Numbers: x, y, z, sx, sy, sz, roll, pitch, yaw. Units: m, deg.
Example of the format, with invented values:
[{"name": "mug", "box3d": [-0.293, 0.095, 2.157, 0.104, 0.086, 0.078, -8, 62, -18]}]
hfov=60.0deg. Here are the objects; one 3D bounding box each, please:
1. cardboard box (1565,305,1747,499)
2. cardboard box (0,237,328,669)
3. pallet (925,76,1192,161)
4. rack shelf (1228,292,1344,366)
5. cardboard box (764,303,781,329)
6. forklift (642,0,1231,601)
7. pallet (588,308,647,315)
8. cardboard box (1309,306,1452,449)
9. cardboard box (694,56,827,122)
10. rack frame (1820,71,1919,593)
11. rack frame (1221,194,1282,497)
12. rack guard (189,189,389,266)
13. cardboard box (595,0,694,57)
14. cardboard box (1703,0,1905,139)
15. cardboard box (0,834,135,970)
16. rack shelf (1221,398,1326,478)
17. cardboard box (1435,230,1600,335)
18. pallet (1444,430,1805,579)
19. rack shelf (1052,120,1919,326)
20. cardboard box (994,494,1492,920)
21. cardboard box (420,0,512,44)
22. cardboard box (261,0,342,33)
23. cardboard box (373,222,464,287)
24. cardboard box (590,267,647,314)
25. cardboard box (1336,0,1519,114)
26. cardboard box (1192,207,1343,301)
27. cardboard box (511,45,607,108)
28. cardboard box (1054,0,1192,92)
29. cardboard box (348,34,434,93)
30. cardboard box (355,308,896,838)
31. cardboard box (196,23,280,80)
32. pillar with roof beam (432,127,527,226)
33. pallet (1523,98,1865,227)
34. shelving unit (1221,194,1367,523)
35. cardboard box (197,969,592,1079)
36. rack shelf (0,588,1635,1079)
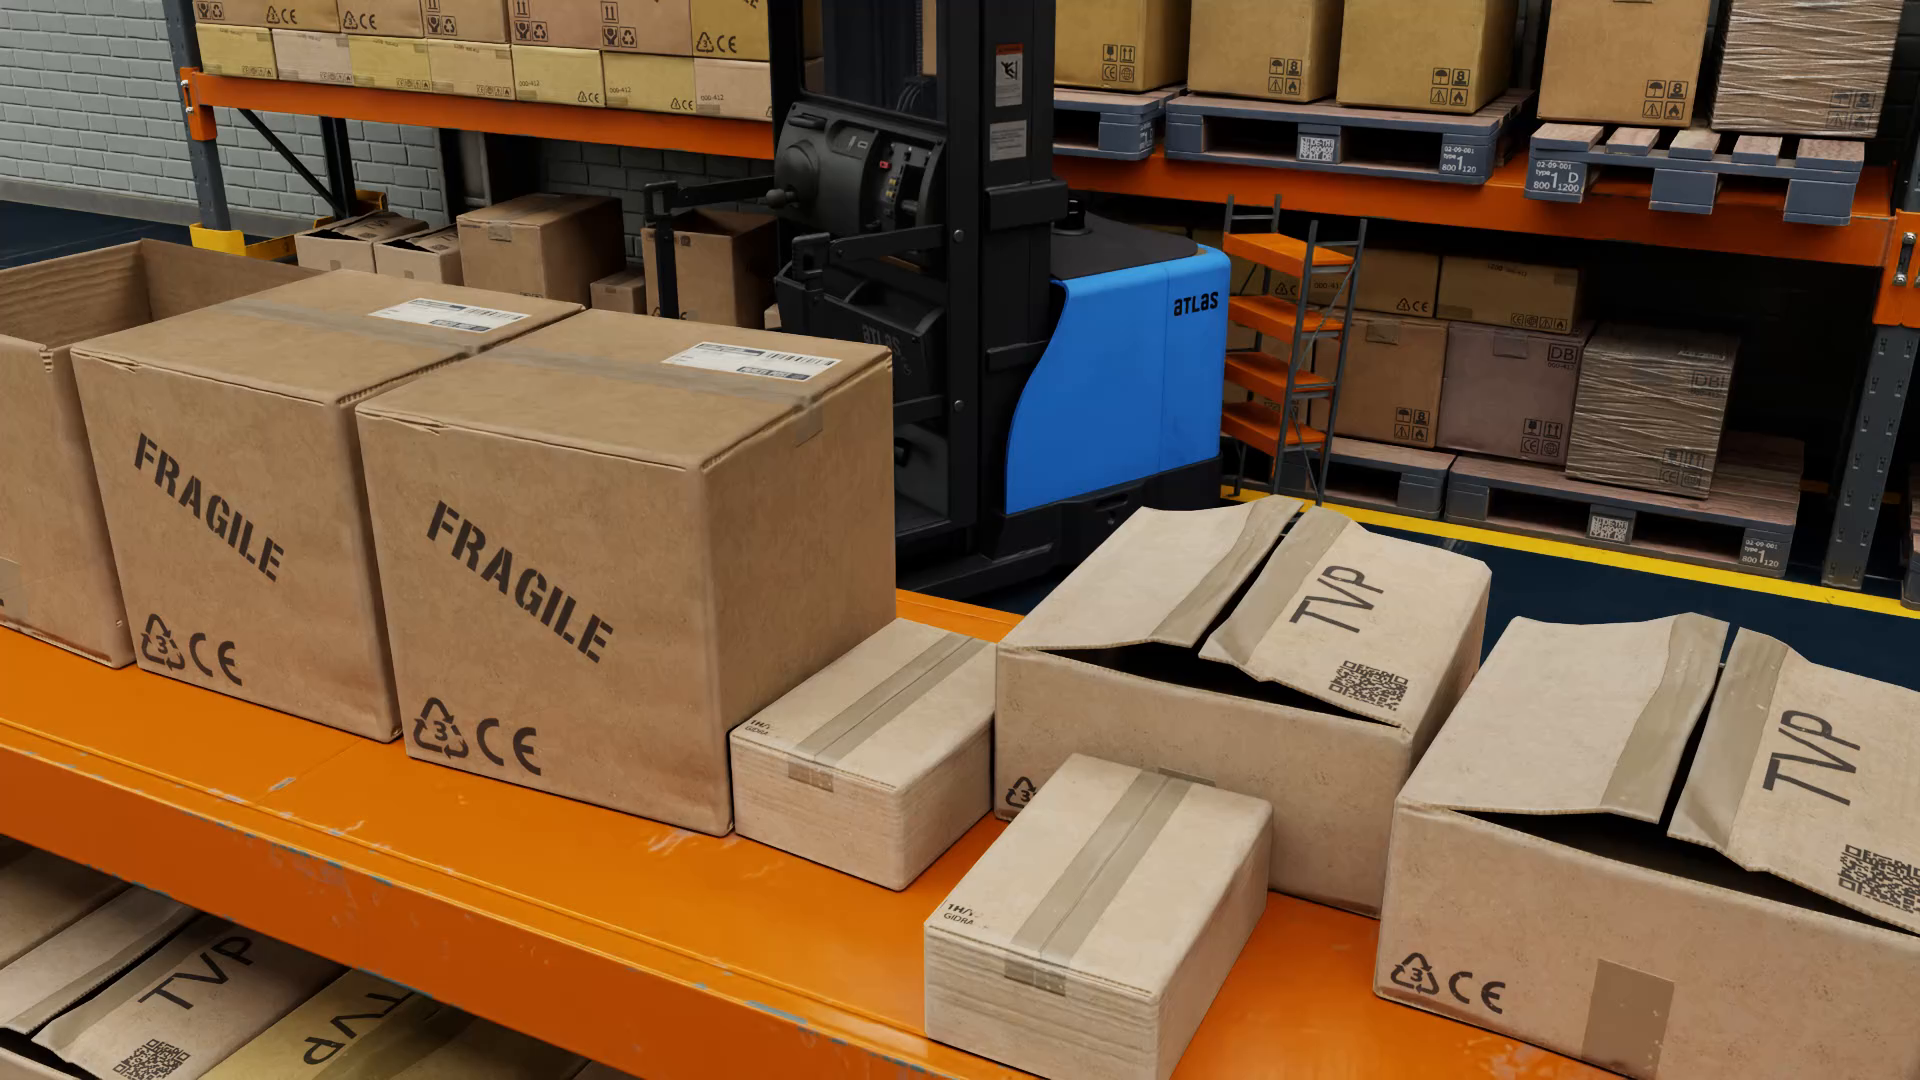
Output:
[{"name": "cardboard box", "box3d": [2.651, -0.542, 6.323, 0.500, 0.500, 0.700, 12, 26, 25]}, {"name": "cardboard box", "box3d": [-1.336, -0.168, 2.684, 0.500, 0.500, 0.500, 13, 26, 28]}, {"name": "pallet", "box3d": [0.364, -1.813, 6.925, 1.213, 0.211, 1.003, 11, 25, 25]}, {"name": "rack shelf", "box3d": [1.176, -0.786, 6.141, 0.258, 0.148, 0.480, -7, 24, -27]}, {"name": "cardboard box", "box3d": [-0.744, -1.070, 7.990, 0.250, 0.166, 0.380, 8, 24, 18]}, {"name": "forklift", "box3d": [-0.509, -1.207, 5.342, 3.031, 2.935, 1.130, -16, 28, -32]}, {"name": "pallet", "box3d": [-1.961, -1.125, 8.625, 1.213, 0.211, 1.003, 11, 25, 25]}, {"name": "cardboard box", "box3d": [1.787, -0.751, 6.815, 0.500, 0.500, 0.700, 11, 25, 24]}, {"name": "cardboard box", "box3d": [-0.812, -2.005, 7.297, 0.500, 0.250, 0.500, 11, 26, 25]}, {"name": "rack frame", "box3d": [3.317, -1.381, 5.663, 0.127, 3.000, 1.000, 11, 25, 25]}, {"name": "rack frame", "box3d": [1.054, -0.725, 6.396, 0.240, 1.200, 0.015, -7, 24, -27]}, {"name": "rack guard", "box3d": [-3.755, -1.629, 9.443, 0.348, 0.500, 1.175, 11, 25, 25]}, {"name": "cardboard box", "box3d": [-1.262, -2.434, 7.348, 0.500, 0.500, 0.500, 11, 25, 24]}, {"name": "cardboard box", "box3d": [2.893, -1.709, 5.745, 0.500, 0.500, 0.700, 8, 24, 18]}, {"name": "cardboard box", "box3d": [-1.784, 0.708, 3.012, 0.500, 0.311, 0.500, 11, 25, 24]}, {"name": "rack shelf", "box3d": [1.146, -0.392, 6.291, 0.258, 0.148, 0.480, -7, 24, -27]}, {"name": "cardboard box", "box3d": [2.170, -1.009, 6.464, 0.500, 0.250, 0.500, 12, 26, 26]}, {"name": "pallet", "box3d": [2.620, -0.236, 6.535, 1.213, 0.211, 1.003, 11, 25, 25]}, {"name": "rack shelf", "box3d": [1.532, -1.403, 6.635, 4.000, 0.370, 1.077, 11, 25, 25]}, {"name": "cardboard box", "box3d": [0.374, 0.166, 2.142, 0.500, 0.311, 0.500, 11, 25, 24]}, {"name": "cardboard box", "box3d": [-2.171, -2.618, 7.781, 0.500, 0.500, 0.500, 12, 26, 26]}, {"name": "cardboard box", "box3d": [-3.095, -2.798, 8.205, 0.500, 0.500, 0.500, 11, 26, 25]}, {"name": "cardboard box", "box3d": [-2.737, -1.504, 8.827, 0.500, 0.311, 0.500, 14, 27, 29]}, {"name": "cardboard box", "box3d": [-1.671, -1.267, 8.477, 0.250, 0.149, 0.380, 9, 25, 20]}, {"name": "cardboard box", "box3d": [1.771, -1.921, 6.244, 0.500, 0.500, 0.700, 11, 25, 25]}, {"name": "cardboard box", "box3d": [1.272, -1.193, 6.896, 0.500, 0.250, 0.500, 10, 25, 23]}, {"name": "cardboard box", "box3d": [-1.709, -2.179, 7.707, 0.500, 0.250, 0.500, 11, 25, 24]}, {"name": "cardboard box", "box3d": [0.682, -2.132, 6.741, 0.500, 0.500, 0.700, 14, 27, 30]}, {"name": "cardboard box", "box3d": [-2.608, -2.358, 8.127, 0.500, 0.250, 0.500, 11, 25, 24]}, {"name": "cardboard box", "box3d": [-0.420, 0.014, 2.257, 0.500, 0.500, 0.500, 10, 25, 22]}, {"name": "cardboard box", "box3d": [-3.530, -2.536, 8.547, 0.500, 0.250, 0.500, 10, 25, 23]}, {"name": "pillar with roof beam", "box3d": [-4.750, -4.229, 4.695, 0.400, 9.000, 9.100, 11, 25, 25]}, {"name": "pallet", "box3d": [2.633, -1.381, 5.909, 1.003, 0.211, 1.213, 11, 25, 25]}, {"name": "shelving unit", "box3d": [1.165, -0.640, 6.197, 0.258, 1.200, 0.503, -7, 24, -27]}, {"name": "cardboard box", "box3d": [-0.856, 0.889, 2.587, 0.500, 0.311, 0.500, 12, 26, 26]}, {"name": "rack shelf", "box3d": [-0.700, 0.328, 2.565, 4.000, 0.370, 1.077, 11, 25, 25]}]
